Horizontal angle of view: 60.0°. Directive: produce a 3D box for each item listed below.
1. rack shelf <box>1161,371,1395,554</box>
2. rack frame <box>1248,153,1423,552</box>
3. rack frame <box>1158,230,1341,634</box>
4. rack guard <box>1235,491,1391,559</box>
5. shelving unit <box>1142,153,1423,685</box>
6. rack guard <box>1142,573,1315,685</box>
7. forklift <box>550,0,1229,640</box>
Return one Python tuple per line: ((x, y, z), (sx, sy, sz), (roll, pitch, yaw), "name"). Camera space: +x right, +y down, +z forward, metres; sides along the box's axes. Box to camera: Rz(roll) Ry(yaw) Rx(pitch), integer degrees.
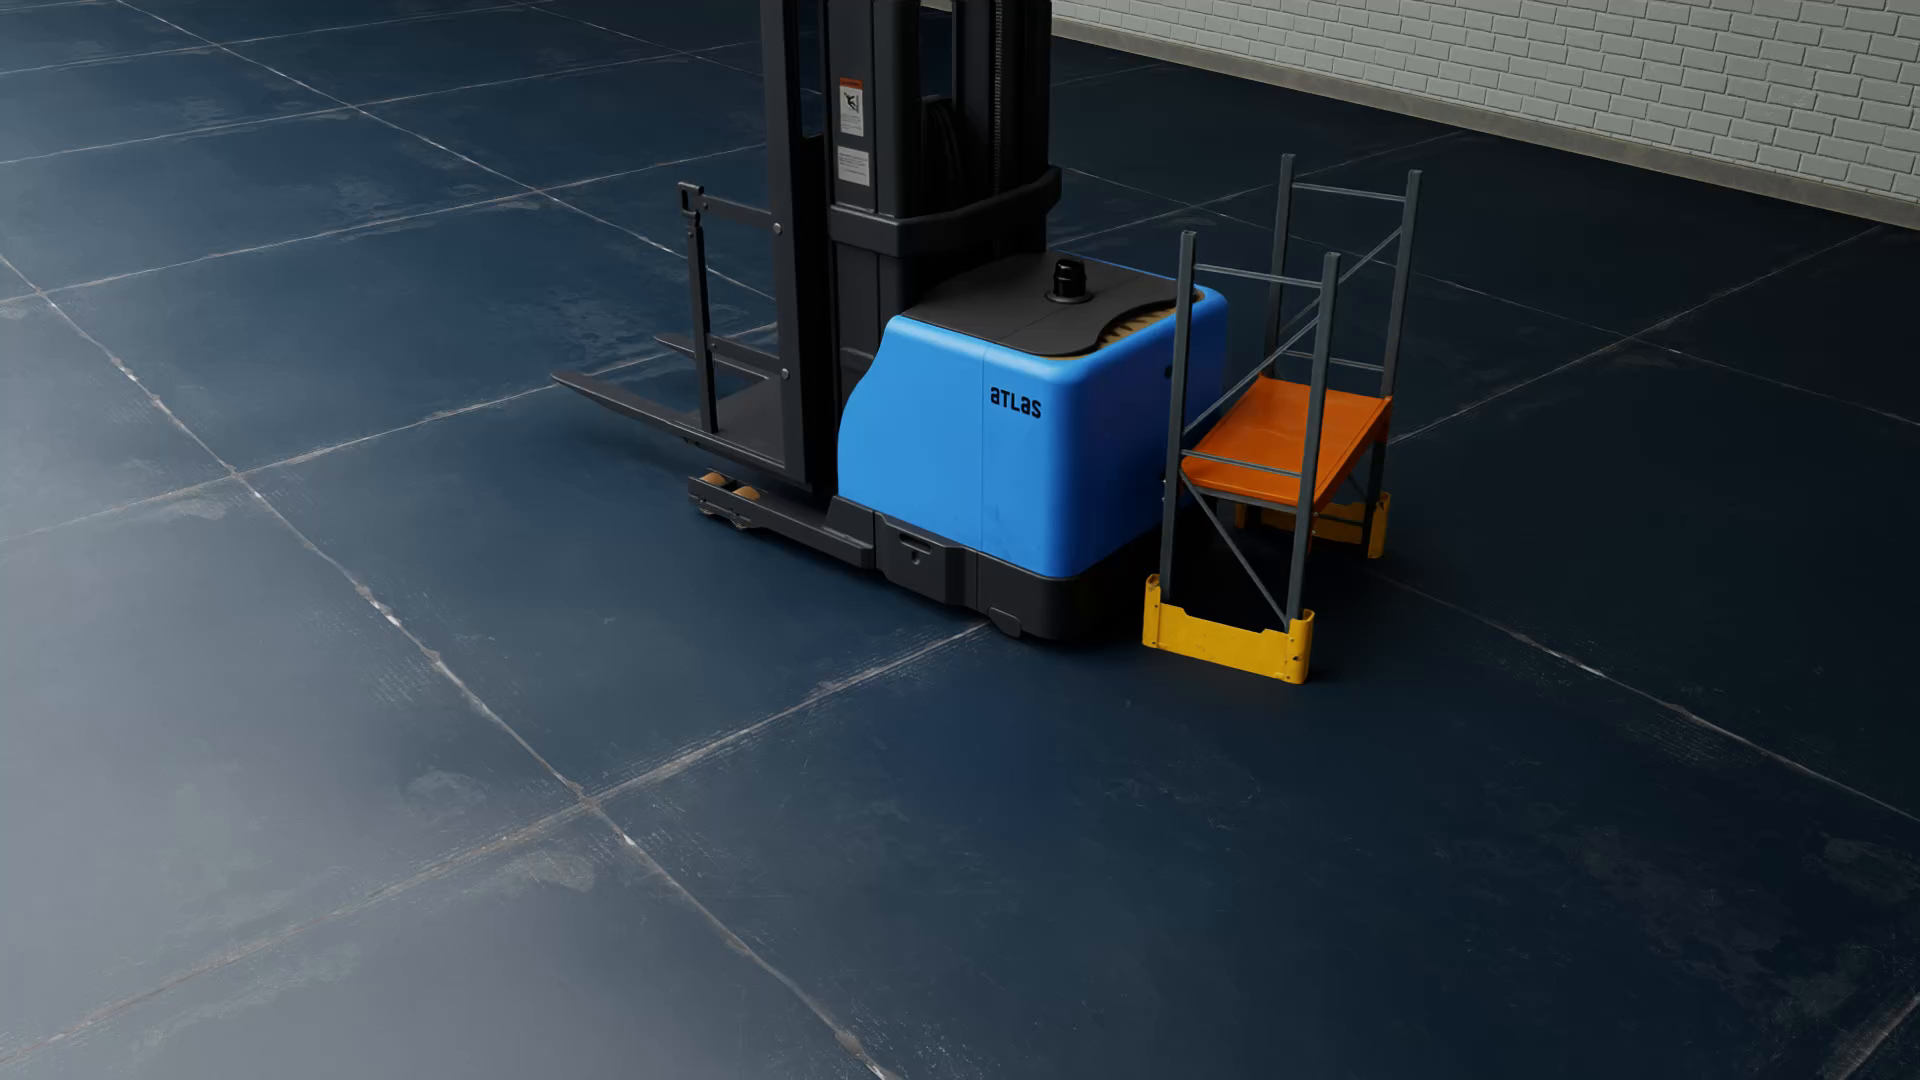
((1.151, -0.301, 5.923), (0.538, 0.185, 1.000), (14, 31, 24), "rack shelf")
((1.384, -0.672, 6.236), (0.500, 1.500, 0.032), (14, 31, 24), "rack frame")
((0.917, -0.247, 5.440), (0.500, 1.500, 0.032), (14, 31, 24), "rack frame")
((1.376, -0.113, 6.516), (0.587, 0.250, 0.087), (14, 31, 24), "rack guard")
((1.147, -0.456, 5.831), (0.587, 1.500, 1.083), (14, 31, 24), "shelving unit")
((0.918, 0.304, 5.735), (0.587, 0.250, 0.087), (14, 31, 24), "rack guard")
((-0.474, -1.507, 6.280), (3.031, 2.935, 1.130), (21, 35, 34), "forklift")
